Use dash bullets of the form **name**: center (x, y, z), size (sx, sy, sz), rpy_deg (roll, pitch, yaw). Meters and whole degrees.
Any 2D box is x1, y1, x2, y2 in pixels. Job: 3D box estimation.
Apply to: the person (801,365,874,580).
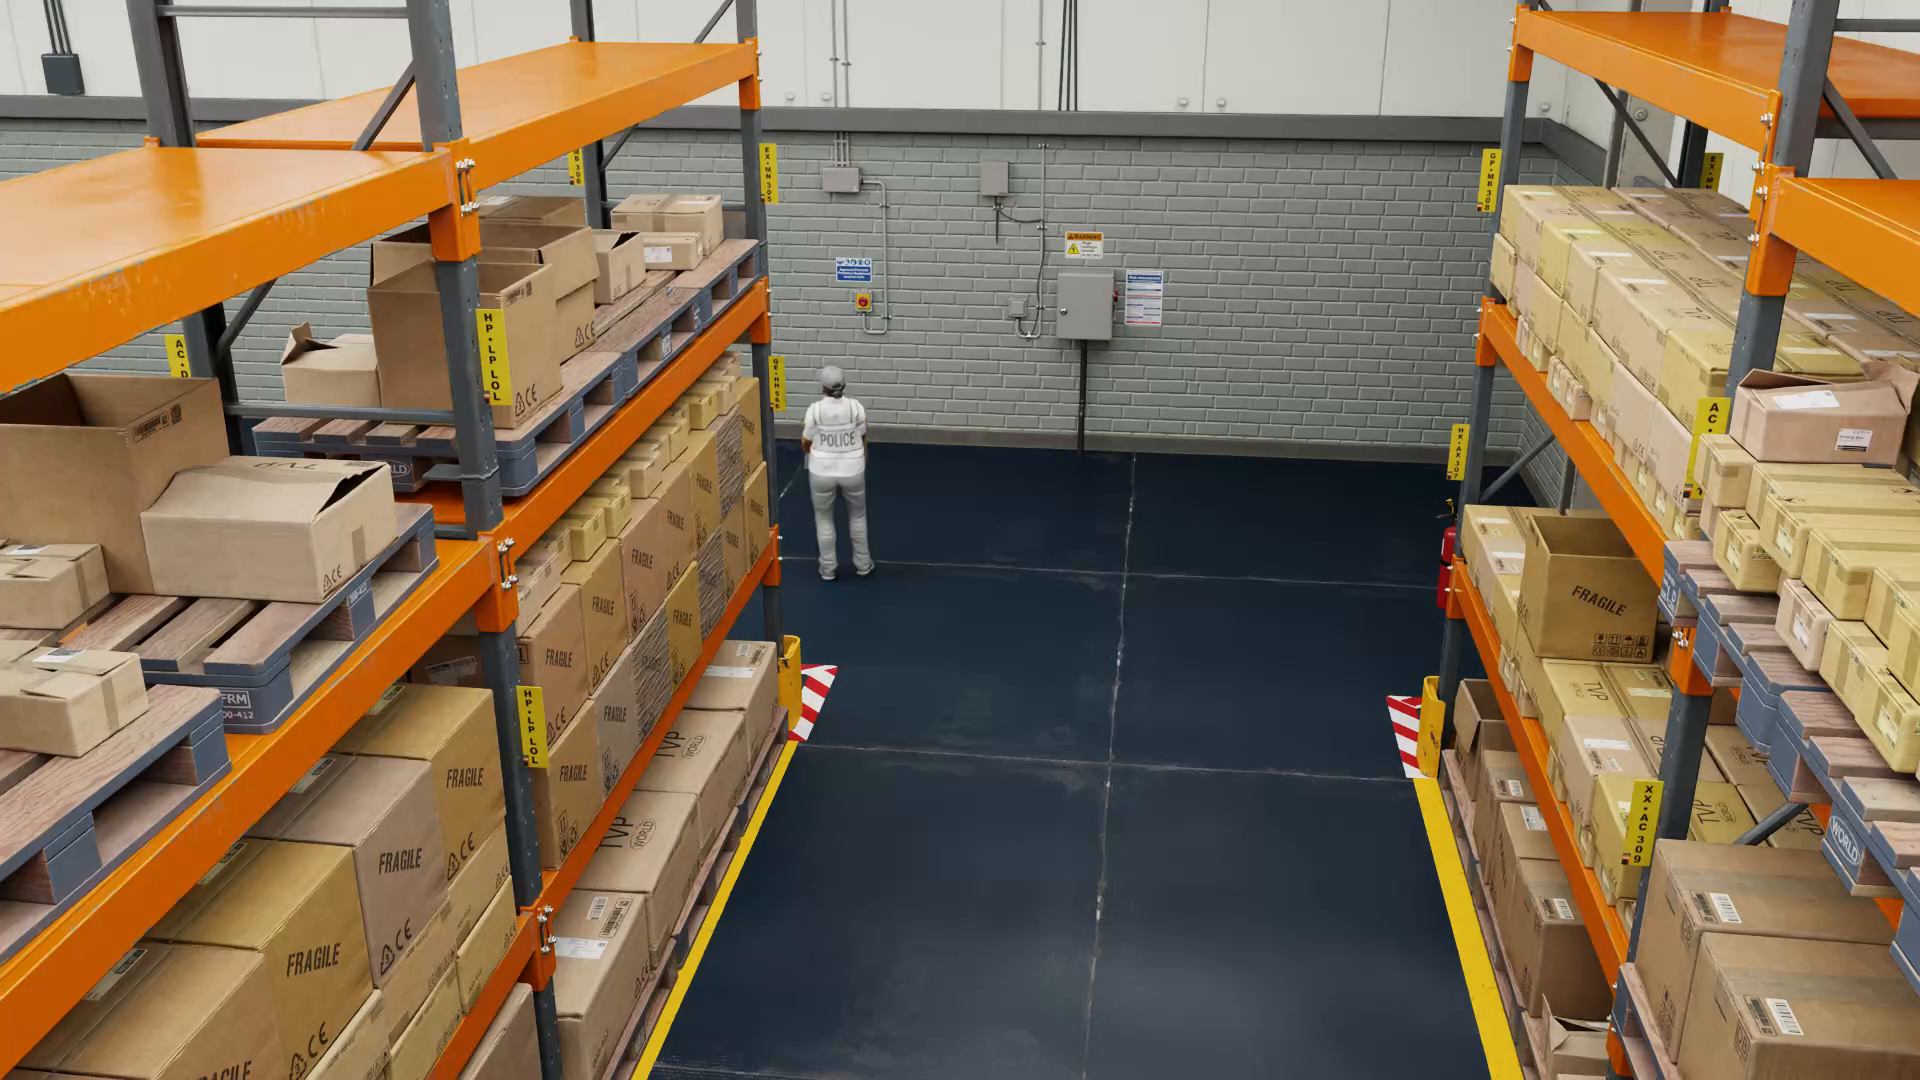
- **person**: center (-0.903, -0.510, 12.368), size (0.547, 1.674, 0.462), rpy_deg (-5, 22, -12)
